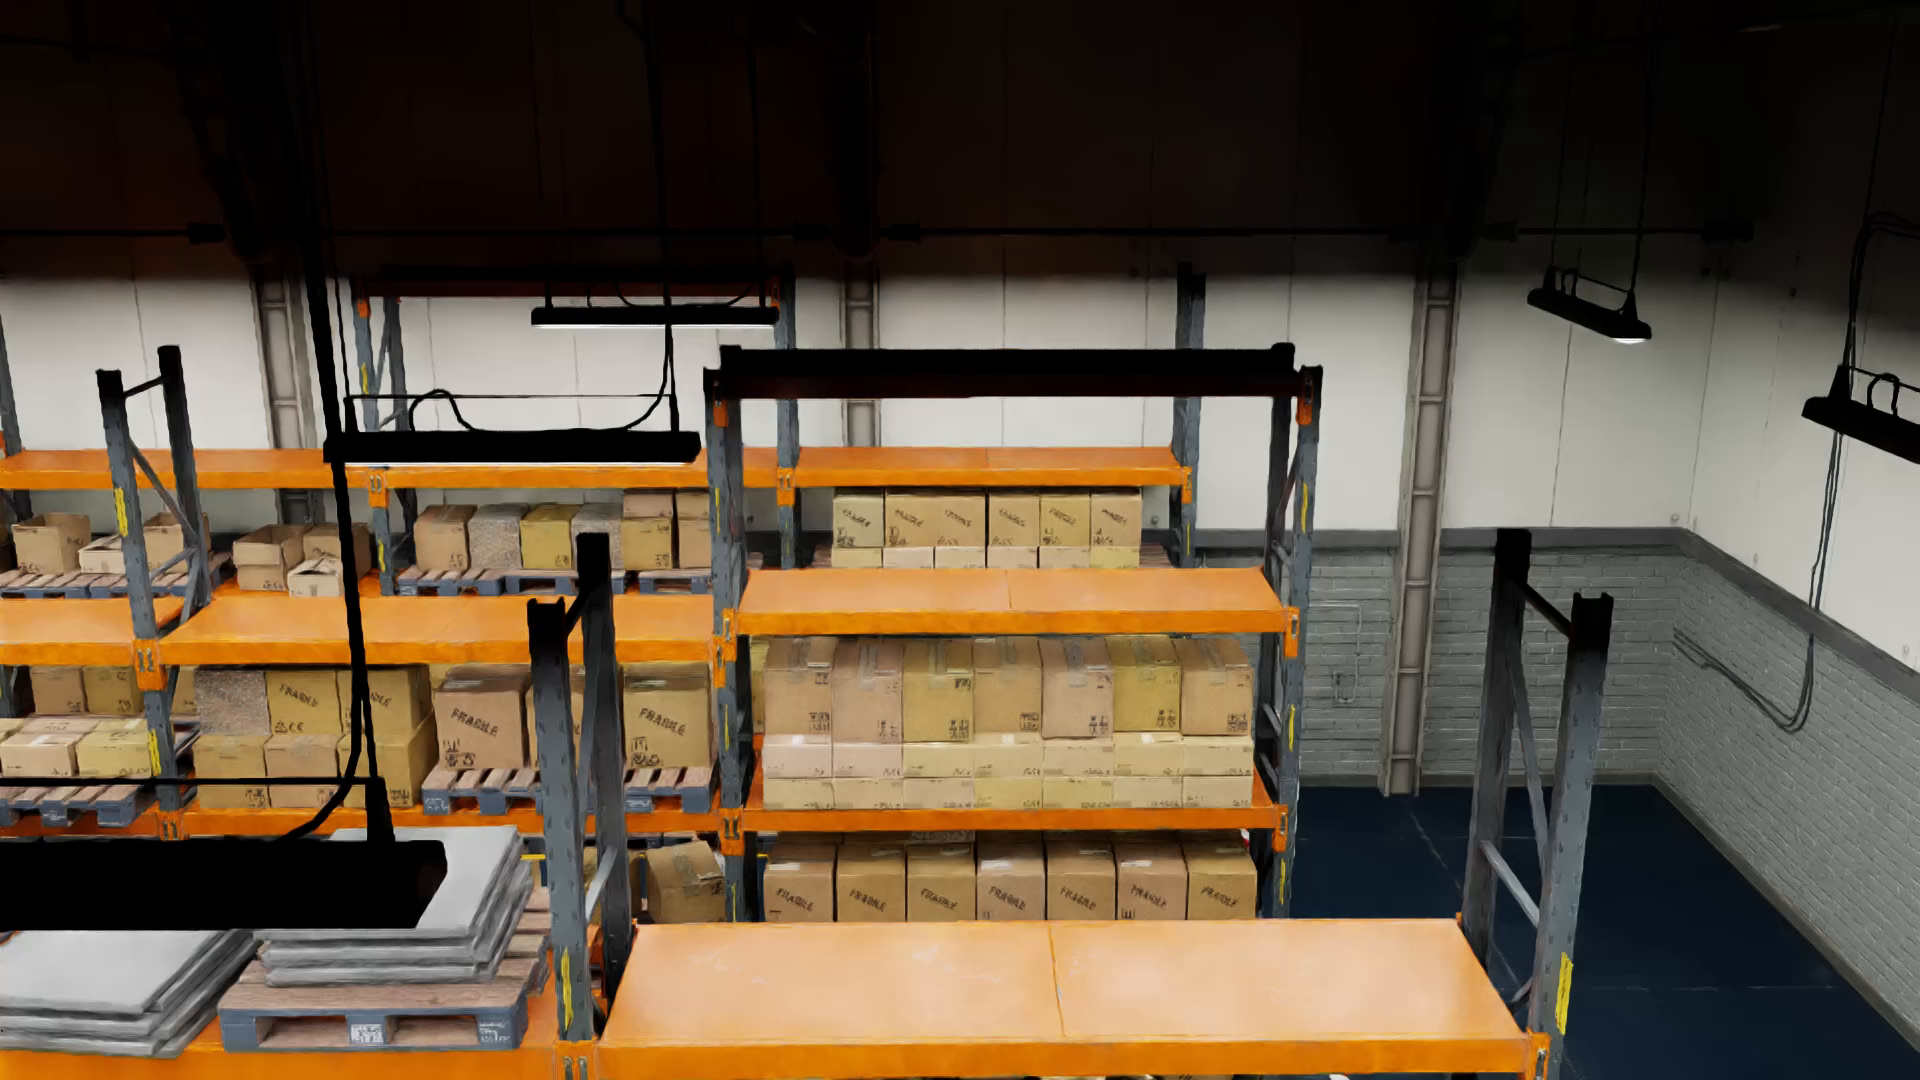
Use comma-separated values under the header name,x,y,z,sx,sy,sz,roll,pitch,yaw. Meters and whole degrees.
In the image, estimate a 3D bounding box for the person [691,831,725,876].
name,x,y,z,sx,sy,sz,roll,pitch,yaw
person,-2.078,3.232,14.599,0.507,1.617,0.580,-1,16,-2
